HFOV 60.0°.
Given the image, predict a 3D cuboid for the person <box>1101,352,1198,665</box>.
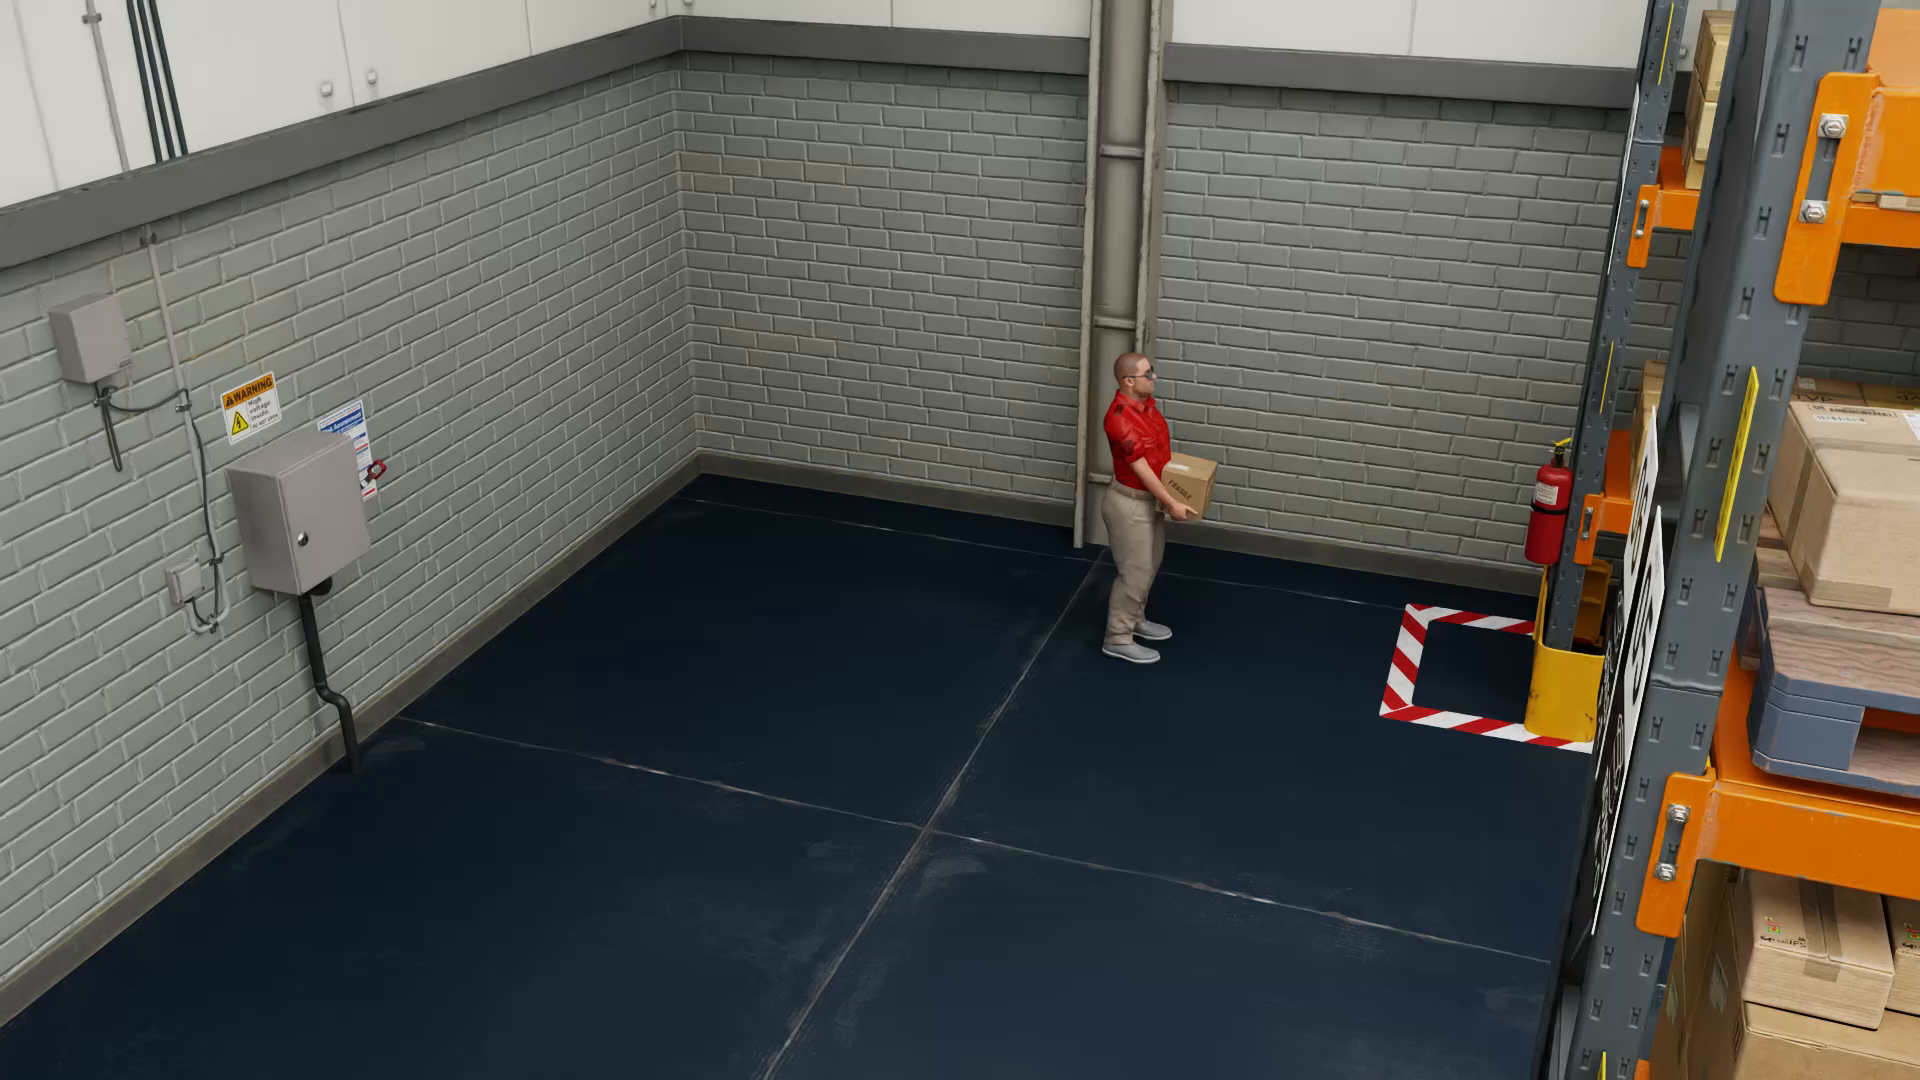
[{"bbox_3d":[1.053,-0.176,9.012,0.538,1.713,0.494,9,27,18],"label":"person"}]
